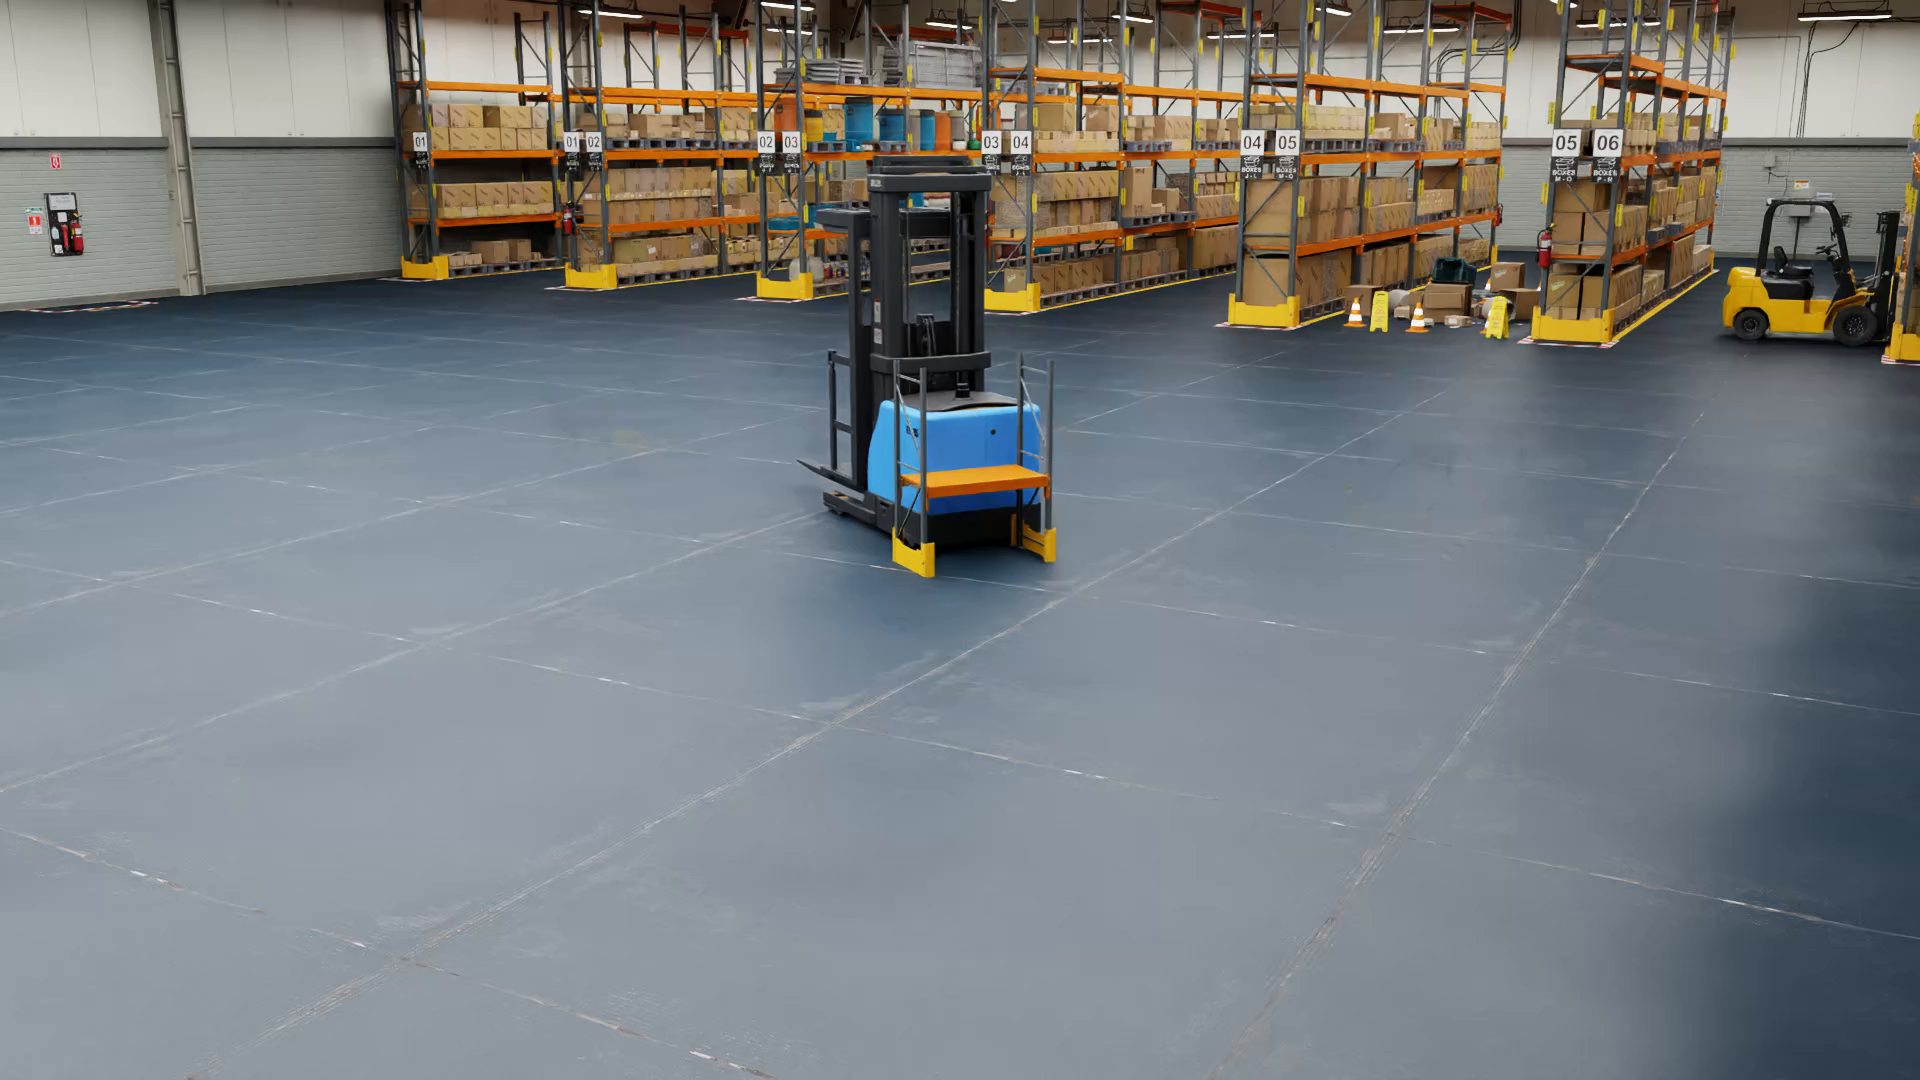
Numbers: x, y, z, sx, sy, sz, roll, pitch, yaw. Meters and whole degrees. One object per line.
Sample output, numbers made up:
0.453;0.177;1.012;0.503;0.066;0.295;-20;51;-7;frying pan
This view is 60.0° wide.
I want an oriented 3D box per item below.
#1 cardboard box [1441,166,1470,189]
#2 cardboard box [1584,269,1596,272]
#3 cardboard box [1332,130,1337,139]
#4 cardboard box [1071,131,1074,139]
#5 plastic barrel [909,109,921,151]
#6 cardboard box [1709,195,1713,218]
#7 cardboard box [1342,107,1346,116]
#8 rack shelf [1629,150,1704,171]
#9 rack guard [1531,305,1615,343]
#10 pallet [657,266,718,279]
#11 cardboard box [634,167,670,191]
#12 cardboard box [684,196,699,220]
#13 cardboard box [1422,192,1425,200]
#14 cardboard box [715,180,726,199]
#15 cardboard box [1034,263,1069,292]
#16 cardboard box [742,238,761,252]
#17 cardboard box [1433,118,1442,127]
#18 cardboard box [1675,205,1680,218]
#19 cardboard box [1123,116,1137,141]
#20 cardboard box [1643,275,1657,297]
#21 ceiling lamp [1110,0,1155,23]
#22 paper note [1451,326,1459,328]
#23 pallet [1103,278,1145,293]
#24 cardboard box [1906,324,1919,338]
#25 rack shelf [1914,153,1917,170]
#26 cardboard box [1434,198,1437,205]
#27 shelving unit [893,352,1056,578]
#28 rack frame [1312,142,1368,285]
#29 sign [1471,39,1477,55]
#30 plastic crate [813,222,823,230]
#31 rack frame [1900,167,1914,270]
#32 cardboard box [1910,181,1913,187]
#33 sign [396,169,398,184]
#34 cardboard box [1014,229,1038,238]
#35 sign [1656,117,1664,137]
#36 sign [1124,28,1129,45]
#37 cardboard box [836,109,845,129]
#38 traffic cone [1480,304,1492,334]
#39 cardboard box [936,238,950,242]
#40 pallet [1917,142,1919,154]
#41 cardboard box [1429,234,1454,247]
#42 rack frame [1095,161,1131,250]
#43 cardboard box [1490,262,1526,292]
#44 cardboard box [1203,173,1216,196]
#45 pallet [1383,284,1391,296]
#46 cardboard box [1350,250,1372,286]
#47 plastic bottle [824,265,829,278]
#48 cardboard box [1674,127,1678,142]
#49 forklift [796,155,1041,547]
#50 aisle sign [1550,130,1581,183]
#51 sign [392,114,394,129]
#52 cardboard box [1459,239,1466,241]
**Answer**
11.386;-8.327;38.193;0.500;0.500;0.500;8;16;29;cardboard box
10.194;-4.217;27.496;0.500;0.500;0.500;7;15;27;cardboard box
6.332;-7.055;28.924;0.380;0.149;0.250;8;15;29;cardboard box
1.934;-7.633;31.362;0.380;0.149;0.250;7;15;27;cardboard box
-1.170;-9.051;36.705;0.600;0.901;0.600;0;14;0;plastic barrel
17.013;-7.682;38.285;0.500;0.500;0.500;7;15;27;cardboard box
6.579;-7.548;29.268;0.380;0.149;0.250;7;15;27;cardboard box
14.370;-7.741;33.878;1.077;0.370;4.000;7;15;28;rack shelf
9.572;-3.381;25.993;1.175;0.500;0.348;7;15;28;rack guard
-6.297;-6.134;38.025;1.003;0.211;1.213;7;15;28;pallet
-6.813;-7.926;36.529;0.700;0.500;0.500;7;15;28;cardboard box
-6.334;-7.495;37.511;0.700;0.500;0.500;7;15;27;cardboard box
9.664;-7.312;35.333;0.380;0.149;0.250;7;15;28;cardboard box
-6.837;-9.721;46.065;0.500;0.500;0.500;7;15;28;cardboard box
1.755;-5.072;32.108;0.500;0.500;0.500;9;16;33;cardboard box
-4.962;-7.053;39.662;0.500;0.311;0.500;7;15;26;cardboard box
10.093;-8.994;36.422;0.797;0.503;0.637;7;15;27;cardboard box
13.864;-6.468;32.717;0.500;0.250;0.500;7;15;28;cardboard box
3.108;-8.322;33.637;0.797;0.503;0.637;7;15;25;cardboard box
12.400;-4.727;30.951;0.950;0.372;0.625;8;16;30;cardboard box
4.372;-13.993;39.419;0.800;3.185;2.000;7;15;28;ceiling lamp
8.250;-3.557;27.723;0.148;0.019;0.142;2;14;9;paper note
3.169;-5.329;34.686;1.003;0.211;1.213;7;15;28;pallet
13.833;-3.019;24.127;0.500;0.250;0.500;7;15;28;cardboard box
18.717;-7.180;31.548;1.077;0.370;4.000;7;15;28;rack shelf
10.179;-7.386;36.274;0.380;0.149;0.250;8;16;30;cardboard box
0.107;-0.573;12.209;1.083;1.500;0.587;-7;15;-25;shelving unit
7.087;-5.942;31.279;1.000;3.000;0.127;7;15;28;rack frame
11.443;-10.969;37.000;0.100;0.325;0.005;7;15;28;sign
-2.761;-6.284;33.261;0.298;0.136;0.250;7;15;28;plastic crate
21.617;-7.302;36.922;1.000;3.000;0.127;7;15;28;rack frame
20.437;-7.368;35.280;0.500;0.500;0.500;8;16;29;cardboard box
-12.624;-8.171;37.381;0.100;0.325;0.005;7;15;28;sign
1.207;-5.613;30.452;0.380;0.149;0.250;7;15;28;cardboard box
11.948;-7.051;28.378;0.100;0.325;0.005;7;15;28;sign
3.260;-9.868;32.604;0.100;0.325;0.005;7;15;28;sign
-3.233;-10.759;42.515;0.500;0.500;0.500;7;15;28;cardboard box
8.614;-3.582;26.905;0.336;0.463;0.334;7;15;28;traffic cone
-0.608;-8.656;47.465;0.500;0.250;0.500;7;15;28;cardboard box
17.500;-6.878;29.165;1.213;0.211;1.003;8;16;31;pallet
10.816;-6.755;37.491;0.500;0.250;0.500;7;15;27;cardboard box
4.259;-9.548;46.236;1.000;3.000;0.127;7;15;28;rack frame
9.897;-4.750;30.054;0.500;0.500;0.500;7;15;28;cardboard box
5.413;-8.163;38.139;0.797;0.503;0.637;8;16;29;cardboard box
7.983;-5.004;33.340;1.003;0.211;1.213;7;15;28;pallet
7.309;-5.190;32.064;1.050;0.750;0.750;7;15;28;cardboard box
-2.825;-5.630;34.858;0.152;0.276;0.135;8;15;28;plastic bottle
12.571;-7.276;29.836;0.500;0.250;0.500;7;15;27;cardboard box
-0.497;-1.670;13.705;1.130;2.935;3.031;-7;15;-27;forklift
9.252;-5.865;25.414;0.394;0.787;0.004;7;15;28;aisle sign
-12.624;-9.343;37.098;0.100;0.325;0.005;7;15;28;sign
12.310;-7.372;41.129;0.380;0.149;0.250;8;16;29;cardboard box
